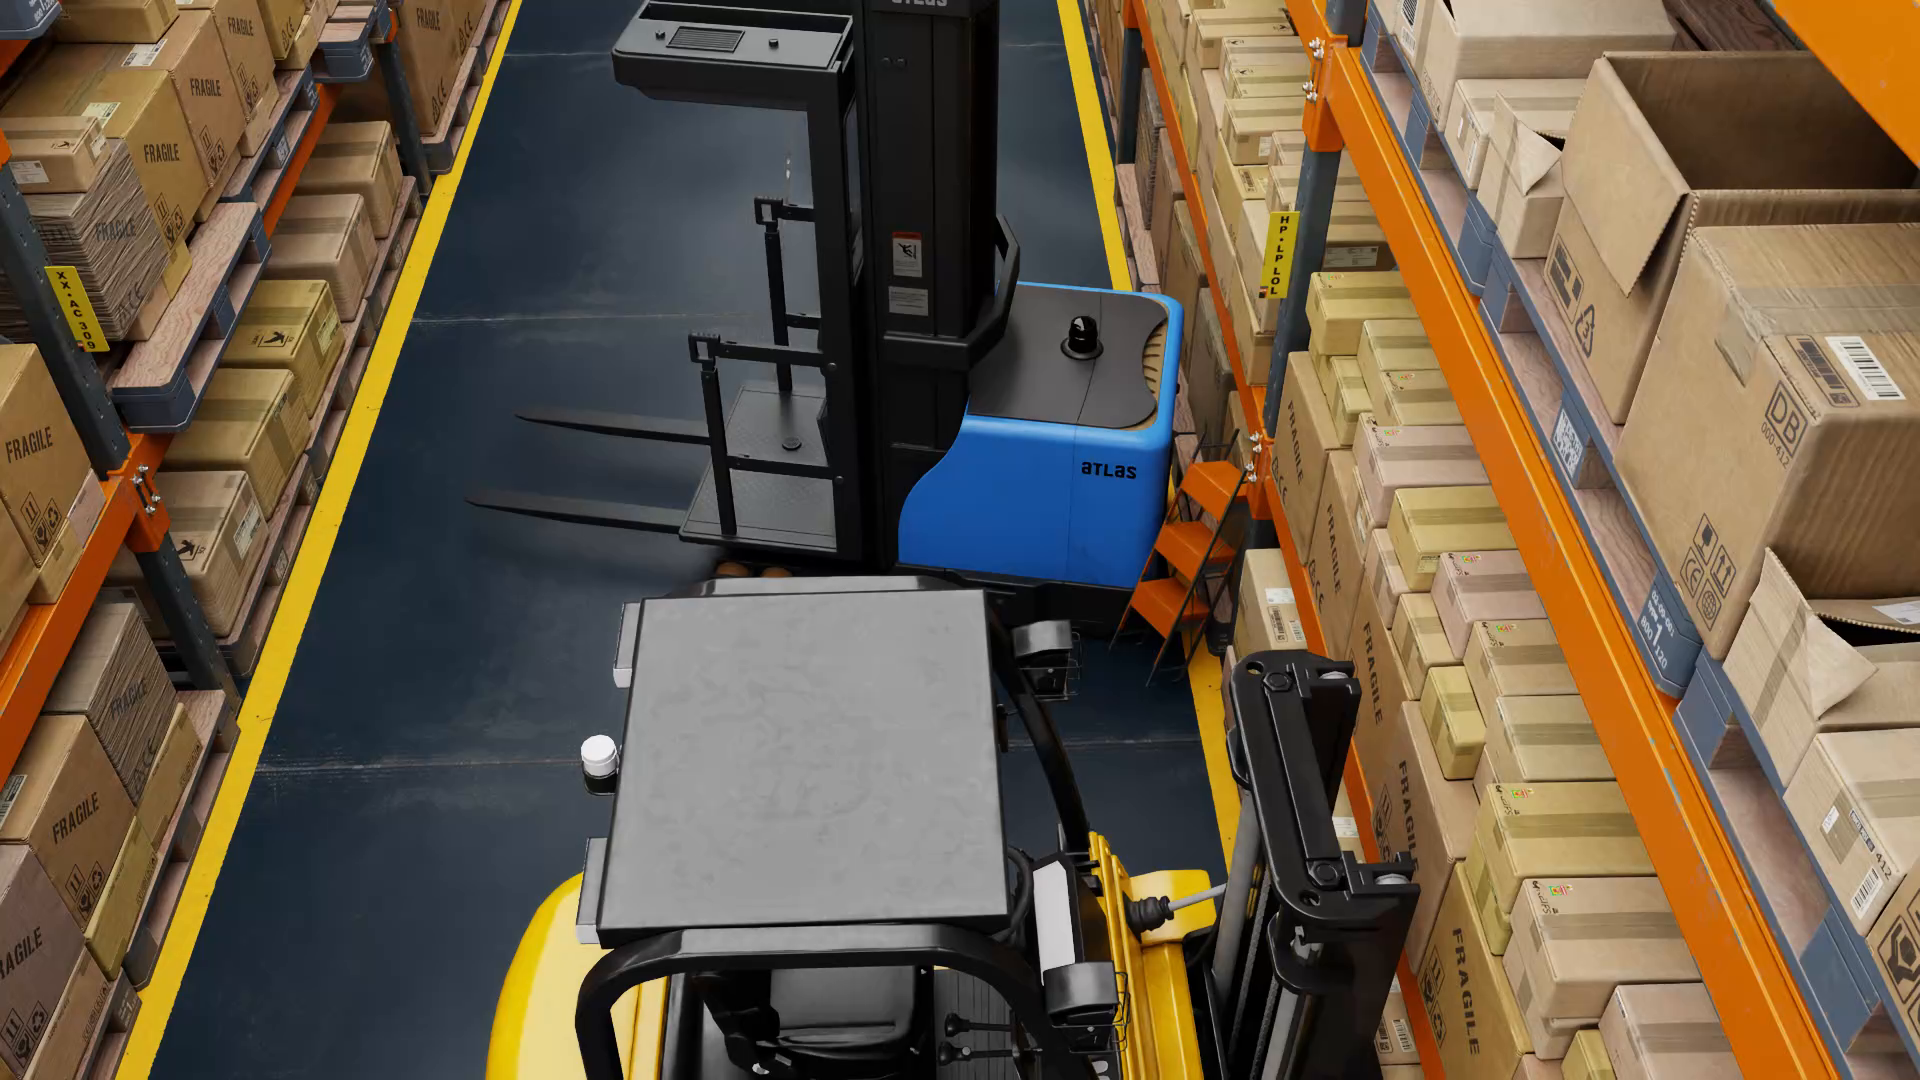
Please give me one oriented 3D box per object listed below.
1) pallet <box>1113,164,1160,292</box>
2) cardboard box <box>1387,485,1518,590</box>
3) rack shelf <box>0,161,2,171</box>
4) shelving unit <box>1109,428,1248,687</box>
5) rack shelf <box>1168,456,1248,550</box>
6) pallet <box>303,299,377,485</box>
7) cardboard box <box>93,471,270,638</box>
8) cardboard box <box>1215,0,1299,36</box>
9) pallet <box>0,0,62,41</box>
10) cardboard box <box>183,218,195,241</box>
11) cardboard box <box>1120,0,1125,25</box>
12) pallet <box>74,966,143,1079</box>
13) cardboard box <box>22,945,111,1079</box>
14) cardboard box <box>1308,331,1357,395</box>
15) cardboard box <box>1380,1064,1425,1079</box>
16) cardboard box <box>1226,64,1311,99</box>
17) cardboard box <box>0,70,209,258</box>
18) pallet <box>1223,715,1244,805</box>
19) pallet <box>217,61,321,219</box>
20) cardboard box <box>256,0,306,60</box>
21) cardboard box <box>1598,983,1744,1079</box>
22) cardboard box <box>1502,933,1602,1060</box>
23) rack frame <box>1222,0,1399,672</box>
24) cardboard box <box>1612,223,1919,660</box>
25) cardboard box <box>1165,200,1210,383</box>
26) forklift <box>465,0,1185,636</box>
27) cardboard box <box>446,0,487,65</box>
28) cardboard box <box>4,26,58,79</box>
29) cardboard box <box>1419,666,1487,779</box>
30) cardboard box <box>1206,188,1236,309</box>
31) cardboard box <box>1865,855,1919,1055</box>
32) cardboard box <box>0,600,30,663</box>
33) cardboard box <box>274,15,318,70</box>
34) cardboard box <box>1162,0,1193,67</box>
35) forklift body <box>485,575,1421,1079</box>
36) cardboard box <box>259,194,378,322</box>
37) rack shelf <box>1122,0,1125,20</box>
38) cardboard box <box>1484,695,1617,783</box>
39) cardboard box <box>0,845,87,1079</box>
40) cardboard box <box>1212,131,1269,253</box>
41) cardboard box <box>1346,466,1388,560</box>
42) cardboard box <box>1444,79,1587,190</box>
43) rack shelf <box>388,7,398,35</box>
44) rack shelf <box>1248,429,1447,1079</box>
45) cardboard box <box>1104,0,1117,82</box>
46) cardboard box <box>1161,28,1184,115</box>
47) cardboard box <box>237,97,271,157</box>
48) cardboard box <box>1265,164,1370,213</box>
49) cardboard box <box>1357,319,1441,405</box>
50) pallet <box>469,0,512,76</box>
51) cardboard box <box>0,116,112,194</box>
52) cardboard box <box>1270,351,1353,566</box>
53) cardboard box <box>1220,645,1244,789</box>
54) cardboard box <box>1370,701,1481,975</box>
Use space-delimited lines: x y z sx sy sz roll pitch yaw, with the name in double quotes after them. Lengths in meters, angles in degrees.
1.403 -1.660 9.055 1.003 0.211 1.213 -2 43 -2 "pallet"
1.362 -0.010 4.416 0.380 0.149 0.250 -2 43 -2 "cardboard box"
-3.297 0.110 3.373 1.077 0.370 4.000 -2 43 -2 "rack shelf"
0.910 0.079 6.523 0.215 1.050 0.252 -7 39 -38 "shelving unit"
0.991 -0.144 6.388 0.215 0.259 0.240 -7 39 -38 "rack shelf"
-3.471 -0.723 8.032 1.003 0.211 1.213 -2 43 -2 "pallet"
-3.407 0.060 6.748 0.950 0.372 0.625 -1 43 -1 "cardboard box"
1.299 -2.254 7.085 0.380 0.149 0.250 -2 43 -2 "cardboard box"
-3.302 -1.856 5.124 1.213 0.211 1.003 -2 43 -2 "pallet"
-3.180 -1.202 6.367 0.380 0.149 0.250 1 43 1 "cardboard box"
1.133 -3.044 9.560 0.380 0.149 0.250 -4 43 -4 "cardboard box"
-3.263 1.906 5.164 1.003 0.211 1.213 -2 43 -2 "pallet"
-3.039 1.553 5.210 0.500 0.250 0.500 -1 43 -1 "cardboard box"
1.328 -0.598 5.278 0.380 0.149 0.250 -2 43 -2 "cardboard box"
1.357 1.659 4.354 0.500 0.250 0.500 -1 43 -1 "cardboard box"
1.262 -1.738 6.522 0.380 0.149 0.250 -3 43 -3 "cardboard box"
-3.137 -1.364 6.063 0.500 0.500 0.500 -2 43 -2 "cardboard box"
1.569 1.021 6.129 1.003 0.211 1.213 -2 43 -2 "pallet"
-3.427 -1.694 7.170 1.003 0.211 1.213 -2 43 -2 "pallet"
-3.199 -2.413 7.208 0.500 0.500 0.500 -4 43 -5 "cardboard box"
1.505 1.022 3.290 0.380 0.149 0.250 -1 43 -2 "cardboard box"
1.404 0.958 3.580 0.380 0.149 0.250 -3 43 -3 "cardboard box"
1.577 -0.545 5.774 1.000 3.000 0.127 -2 43 -2 "rack frame"
1.541 -0.165 2.681 0.700 0.500 0.500 -1 43 -2 "cardboard box"
1.484 -1.208 7.944 0.875 0.625 0.625 -3 43 -4 "cardboard box"
-0.617 -1.148 6.483 3.031 2.935 1.130 6 43 7 "forklift"
-3.532 -3.543 10.307 0.875 0.875 0.875 -1 43 -1 "cardboard box"
-3.669 -1.690 6.418 0.500 0.500 0.500 0 43 0 "cardboard box"
1.374 0.446 4.139 0.380 0.149 0.250 -2 43 -3 "cardboard box"
1.267 -1.162 6.558 0.500 0.250 0.500 -2 43 -2 "cardboard box"
1.485 0.529 1.924 0.500 0.500 0.500 0 43 0 "cardboard box"
-3.113 0.247 5.096 0.380 0.149 0.250 -1 43 -2 "cardboard box"
-3.135 -2.245 7.504 0.380 0.149 0.250 -1 43 -1 "cardboard box"
1.206 -2.376 7.513 0.500 0.250 0.500 -3 43 -3 "cardboard box"
-0.156 1.241 4.455 2.313 2.155 1.214 -2 43 -2 "forklift body"
-3.498 -1.407 8.348 0.950 0.372 0.625 -2 43 -3 "cardboard box"
1.322 -4.330 10.436 1.077 0.370 4.000 -2 43 -2 "rack shelf"
1.450 0.499 3.862 0.380 0.149 0.250 -1 43 -1 "cardboard box"
-3.043 1.262 4.972 0.500 0.500 0.500 0 43 0 "cardboard box"
1.272 -1.345 6.388 0.500 0.250 0.500 -3 43 -3 "cardboard box"
1.316 -0.080 4.713 0.380 0.149 0.250 -1 43 -1 "cardboard box"
1.325 -0.919 3.764 0.380 0.149 0.250 0 43 -1 "cardboard box"
-3.637 -4.185 10.278 1.077 0.370 4.000 -2 43 -2 "rack shelf"
1.662 1.070 4.544 1.077 0.370 4.000 -2 43 -2 "rack shelf"
1.164 -3.096 10.097 0.500 0.500 0.500 -2 43 -2 "cardboard box"
1.227 -2.196 7.687 0.500 0.250 0.500 -3 43 -3 "cardboard box"
-3.117 -1.725 6.937 0.380 0.149 0.250 0 43 0 "cardboard box"
1.312 -1.219 5.955 0.380 0.149 0.250 -2 43 -2 "cardboard box"
1.413 -0.533 4.987 0.380 0.149 0.250 -1 43 -1 "cardboard box"
-3.559 -3.428 10.984 1.003 0.211 1.213 -2 43 -2 "pallet"
-3.049 -1.268 5.478 0.380 0.149 0.250 -2 43 -2 "cardboard box"
1.335 -0.275 5.405 0.500 0.500 0.500 -3 43 -3 "cardboard box"
1.267 0.650 6.195 0.500 0.250 0.500 -1 43 -1 "cardboard box"
1.397 0.758 4.278 0.500 0.500 0.500 -1 43 -2 "cardboard box"
